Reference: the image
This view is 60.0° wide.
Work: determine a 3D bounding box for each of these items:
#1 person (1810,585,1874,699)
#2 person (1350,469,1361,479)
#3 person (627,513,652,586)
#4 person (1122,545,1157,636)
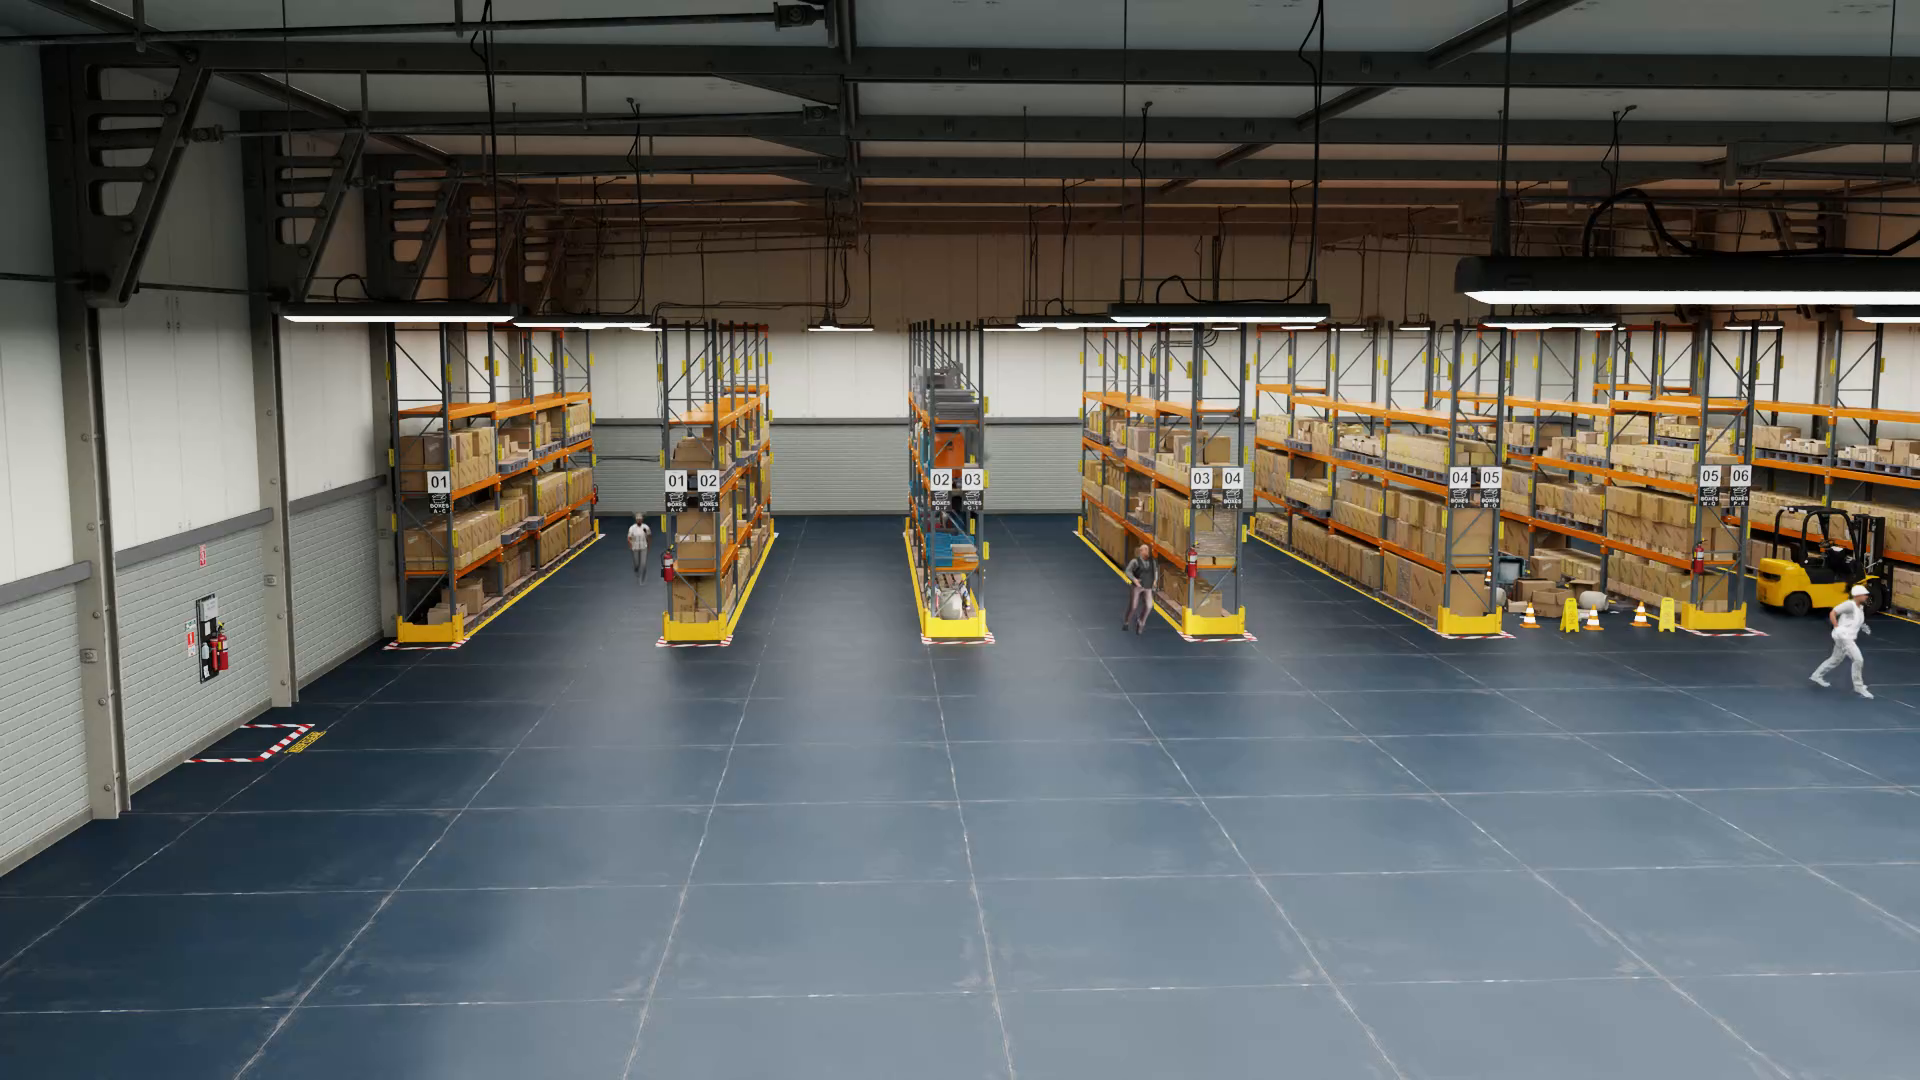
[{"bbox_3d":[14.102,1.584,26.516,0.715,1.771,0.993,-7,10,-43],"label":"person"},{"bbox_3d":[11.751,-1.241,49.362,0.891,1.829,0.675,0,7,2],"label":"person"},{"bbox_3d":[-7.354,0.196,38.208,0.565,1.669,0.761,-2,7,-14],"label":"person"},{"bbox_3d":[3.480,0.948,31.781,0.682,1.717,0.669,-2,7,-13],"label":"person"}]
